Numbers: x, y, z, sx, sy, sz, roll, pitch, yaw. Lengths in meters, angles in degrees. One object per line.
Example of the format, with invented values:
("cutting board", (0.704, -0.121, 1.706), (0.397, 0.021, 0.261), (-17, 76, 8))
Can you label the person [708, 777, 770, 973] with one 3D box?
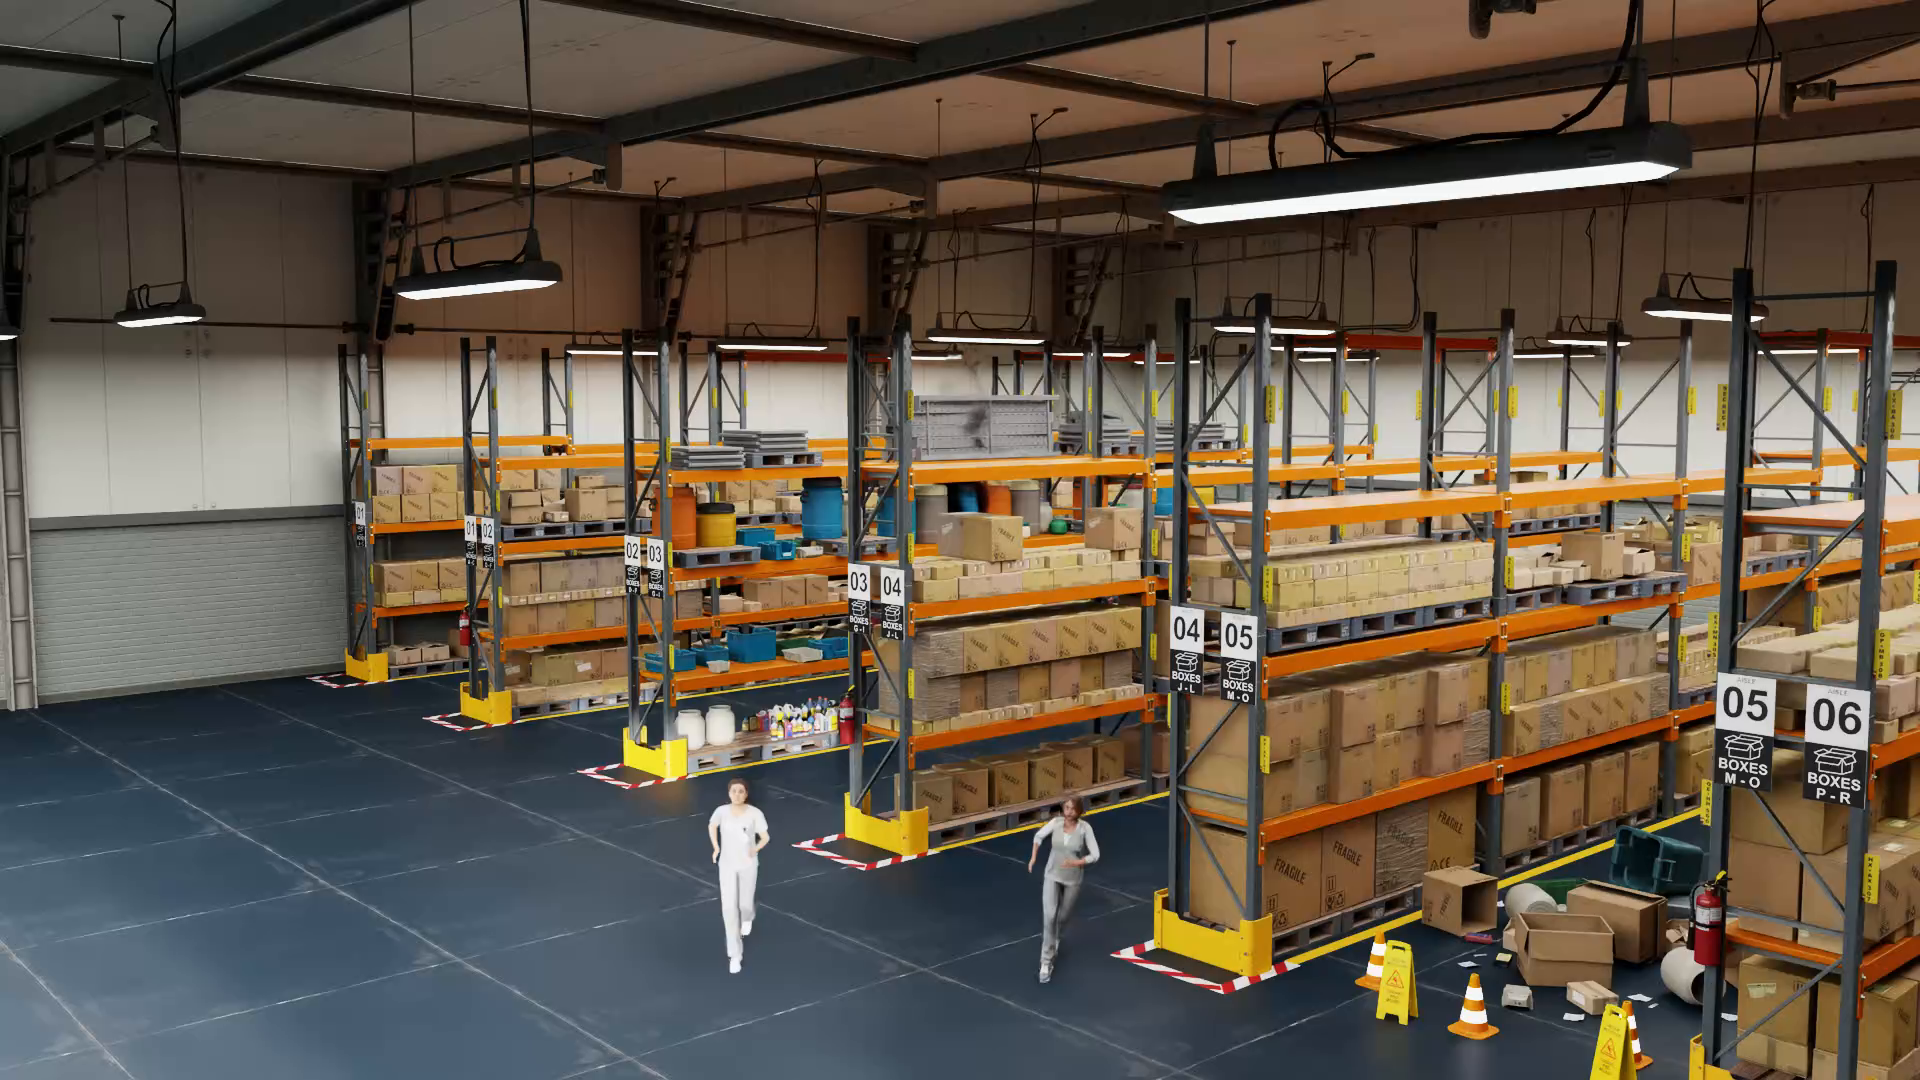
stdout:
("person", (-2.016, 2.984, 15.149), (0.568, 1.674, 0.924), (0, 5, -2))

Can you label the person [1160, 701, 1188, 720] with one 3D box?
("person", (3.282, 1.989, 25.708), (0.671, 1.801, 0.728), (3, 6, 34))

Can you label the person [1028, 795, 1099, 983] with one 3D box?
("person", (0.927, 3.048, 14.832), (0.628, 1.597, 0.778), (0, 5, 6))
